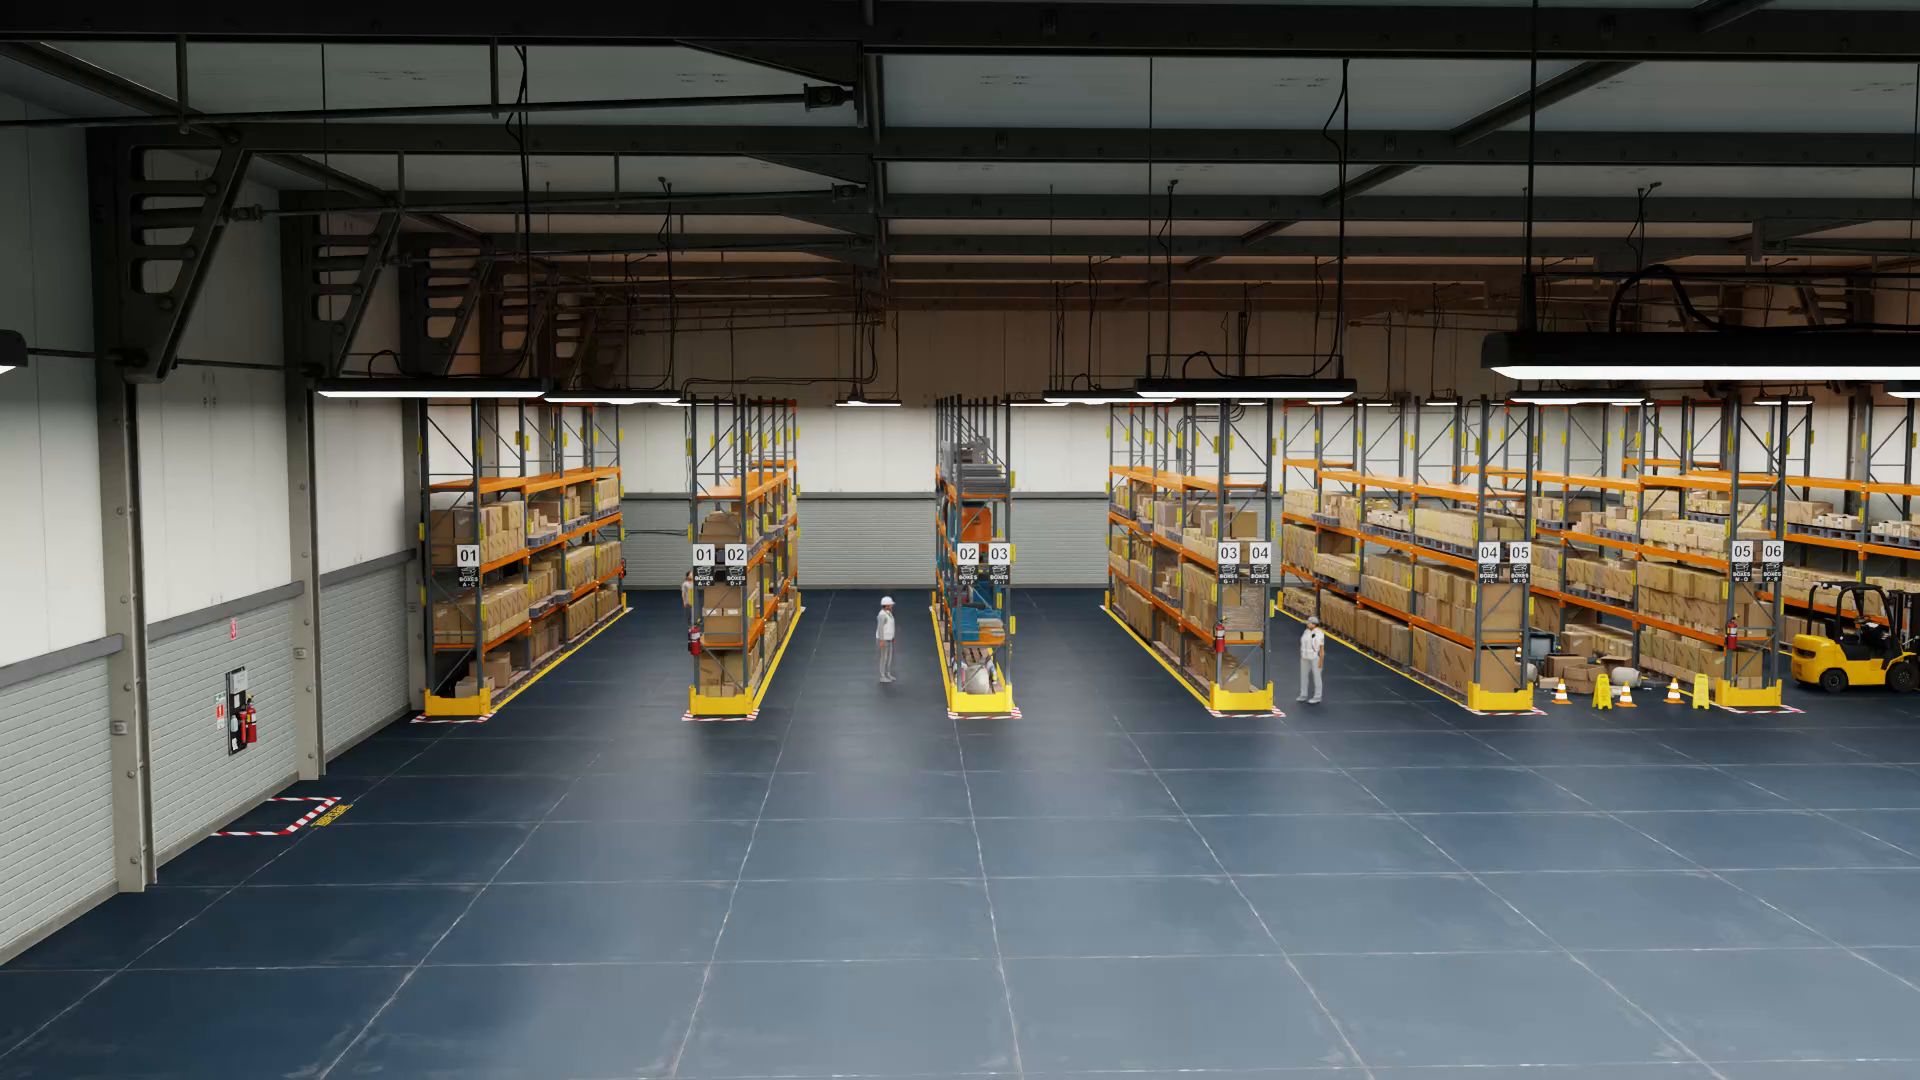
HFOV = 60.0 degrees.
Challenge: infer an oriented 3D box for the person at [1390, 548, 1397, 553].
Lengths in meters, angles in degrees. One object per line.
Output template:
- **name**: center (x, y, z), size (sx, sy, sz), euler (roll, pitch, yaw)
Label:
- **person**: center (12.492, 1.102, 47.656), size (0.416, 1.757, 0.586), euler (2, 5, 29)

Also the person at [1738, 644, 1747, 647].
- **person**: center (17.769, 1.867, 37.920), size (0.561, 1.714, 0.483), euler (-4, 6, -43)

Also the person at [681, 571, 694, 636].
- **person**: center (-6.844, 1.593, 42.132), size (0.405, 1.621, 1.030), euler (0, 4, -2)

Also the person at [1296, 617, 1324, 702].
- **person**: center (6.858, 2.324, 32.515), size (0.536, 1.664, 0.433), euler (4, 6, 44)

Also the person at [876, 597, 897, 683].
- **person**: center (-1.550, 2.078, 34.819), size (0.403, 1.791, 0.569), euler (1, 5, 16)
